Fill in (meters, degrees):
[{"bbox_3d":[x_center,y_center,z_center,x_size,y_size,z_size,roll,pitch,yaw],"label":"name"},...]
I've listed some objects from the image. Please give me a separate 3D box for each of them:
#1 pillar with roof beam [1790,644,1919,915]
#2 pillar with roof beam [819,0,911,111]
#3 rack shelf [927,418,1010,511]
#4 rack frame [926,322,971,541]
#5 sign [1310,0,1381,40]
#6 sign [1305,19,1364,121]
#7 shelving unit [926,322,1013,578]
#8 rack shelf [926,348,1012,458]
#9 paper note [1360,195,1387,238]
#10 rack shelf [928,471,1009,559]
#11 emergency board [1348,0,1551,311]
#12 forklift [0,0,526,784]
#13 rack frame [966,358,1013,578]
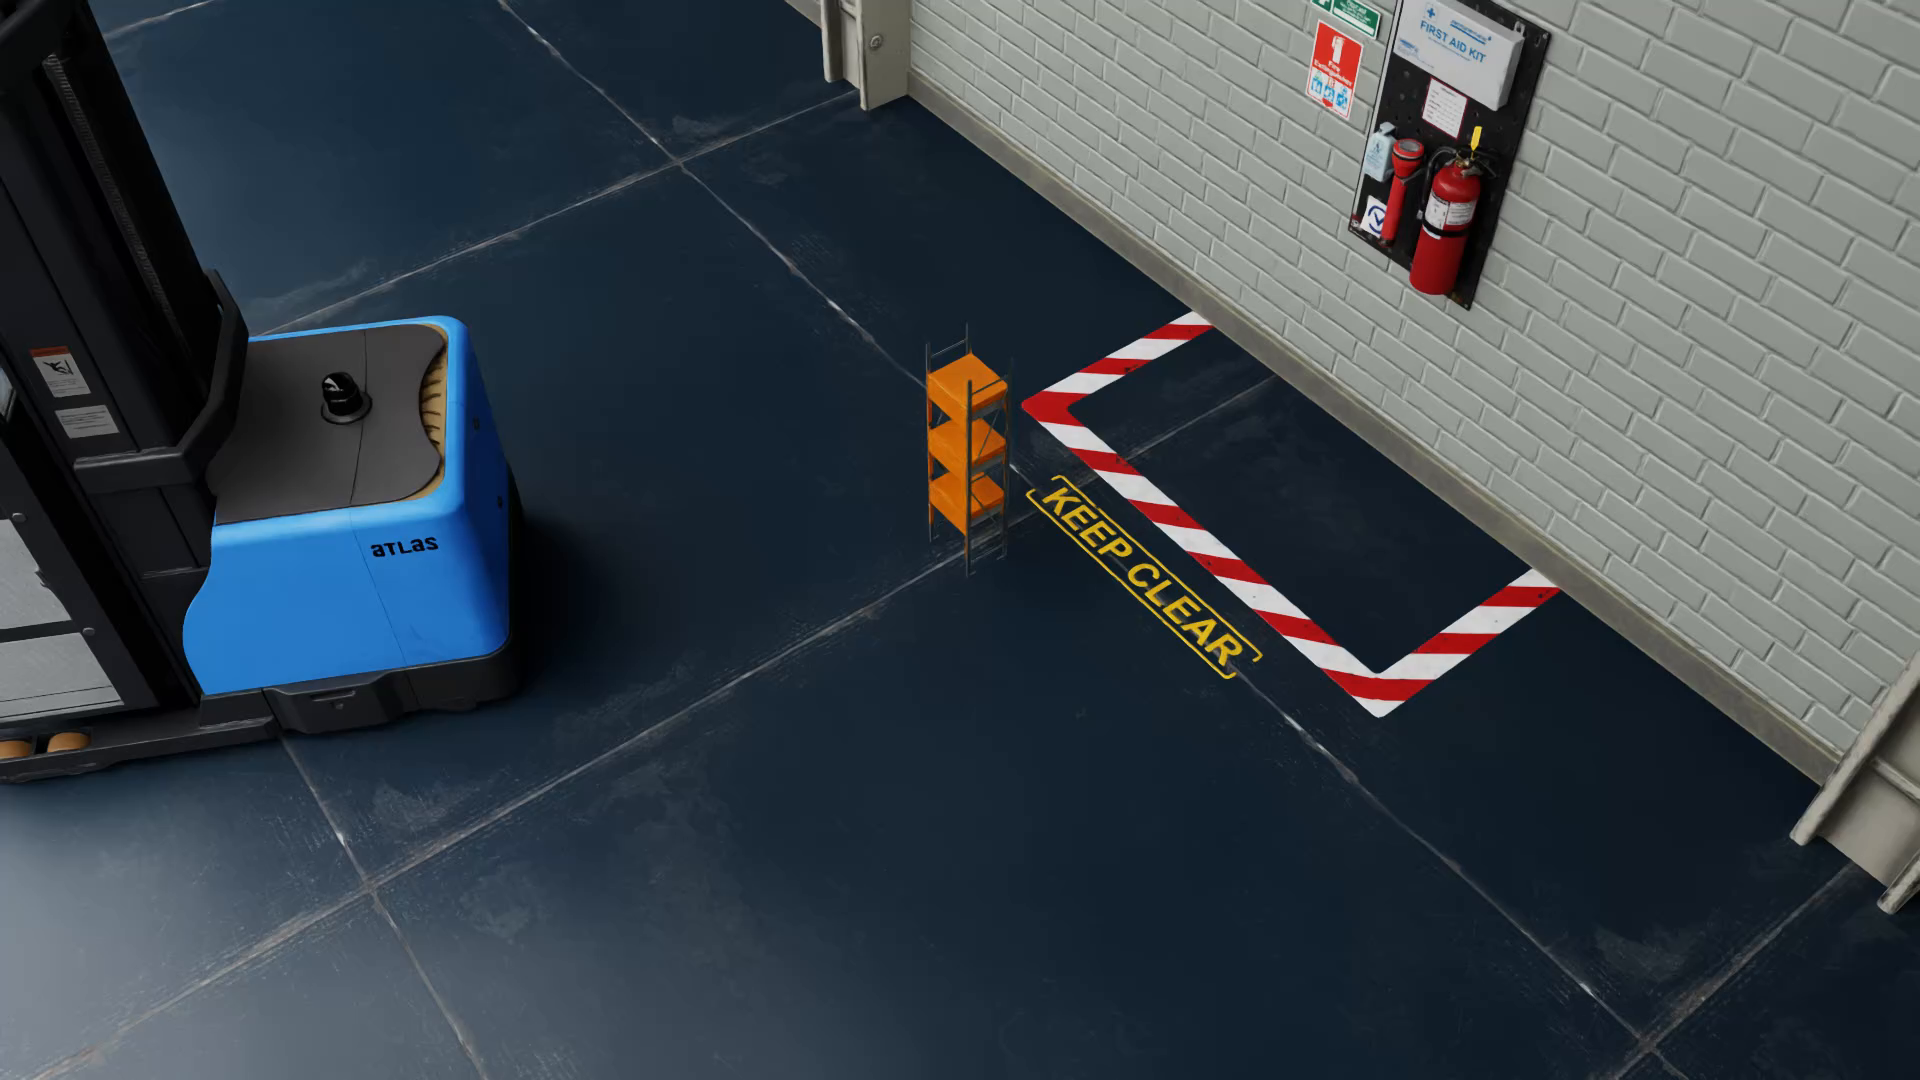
[{"bbox_3d":[-0.288,-0.010,0.684,9.100,9.000,0.400,-29,54,-24],"label":"pillar with roof beam"},{"bbox_3d":[-3.921,-3.548,3.891,9.100,9.000,0.400,-29,54,-24],"label":"pillar with roof beam"},{"bbox_3d":[0.032,-0.314,6.339,0.215,0.259,0.240,-29,54,-24],"label":"rack shelf"},{"bbox_3d":[-0.041,-0.393,6.396,0.200,1.050,0.008,-29,54,-24],"label":"rack frame"},{"bbox_3d":[1.415,-1.956,6.116,0.001,0.109,0.331,-29,54,-24],"label":"sign"},{"bbox_3d":[1.419,-1.785,6.318,0.001,0.329,0.234,-29,54,-24],"label":"sign"},{"bbox_3d":[0.032,-0.321,6.331,0.215,1.050,0.252,-29,54,-24],"label":"shelving unit"},{"bbox_3d":[0.032,-0.505,6.129,0.215,0.259,0.240,-29,54,-24],"label":"rack shelf"},{"bbox_3d":[1.620,-1.240,6.443,0.016,0.148,0.142,-29,54,-24],"label":"paper note"},{"bbox_3d":[0.032,-0.127,6.545,0.215,0.259,0.240,-29,54,-24],"label":"rack shelf"},{"bbox_3d":[1.672,-1.401,5.994,0.194,1.169,0.643,-29,54,-24],"label":"emergency board"},{"bbox_3d":[-3.187,-0.541,5.261,3.031,2.935,1.130,-8,48,-7],"label":"forklift"},{"bbox_3d":[0.106,-0.249,6.266,0.200,1.050,0.008,-29,54,-24],"label":"rack frame"}]
